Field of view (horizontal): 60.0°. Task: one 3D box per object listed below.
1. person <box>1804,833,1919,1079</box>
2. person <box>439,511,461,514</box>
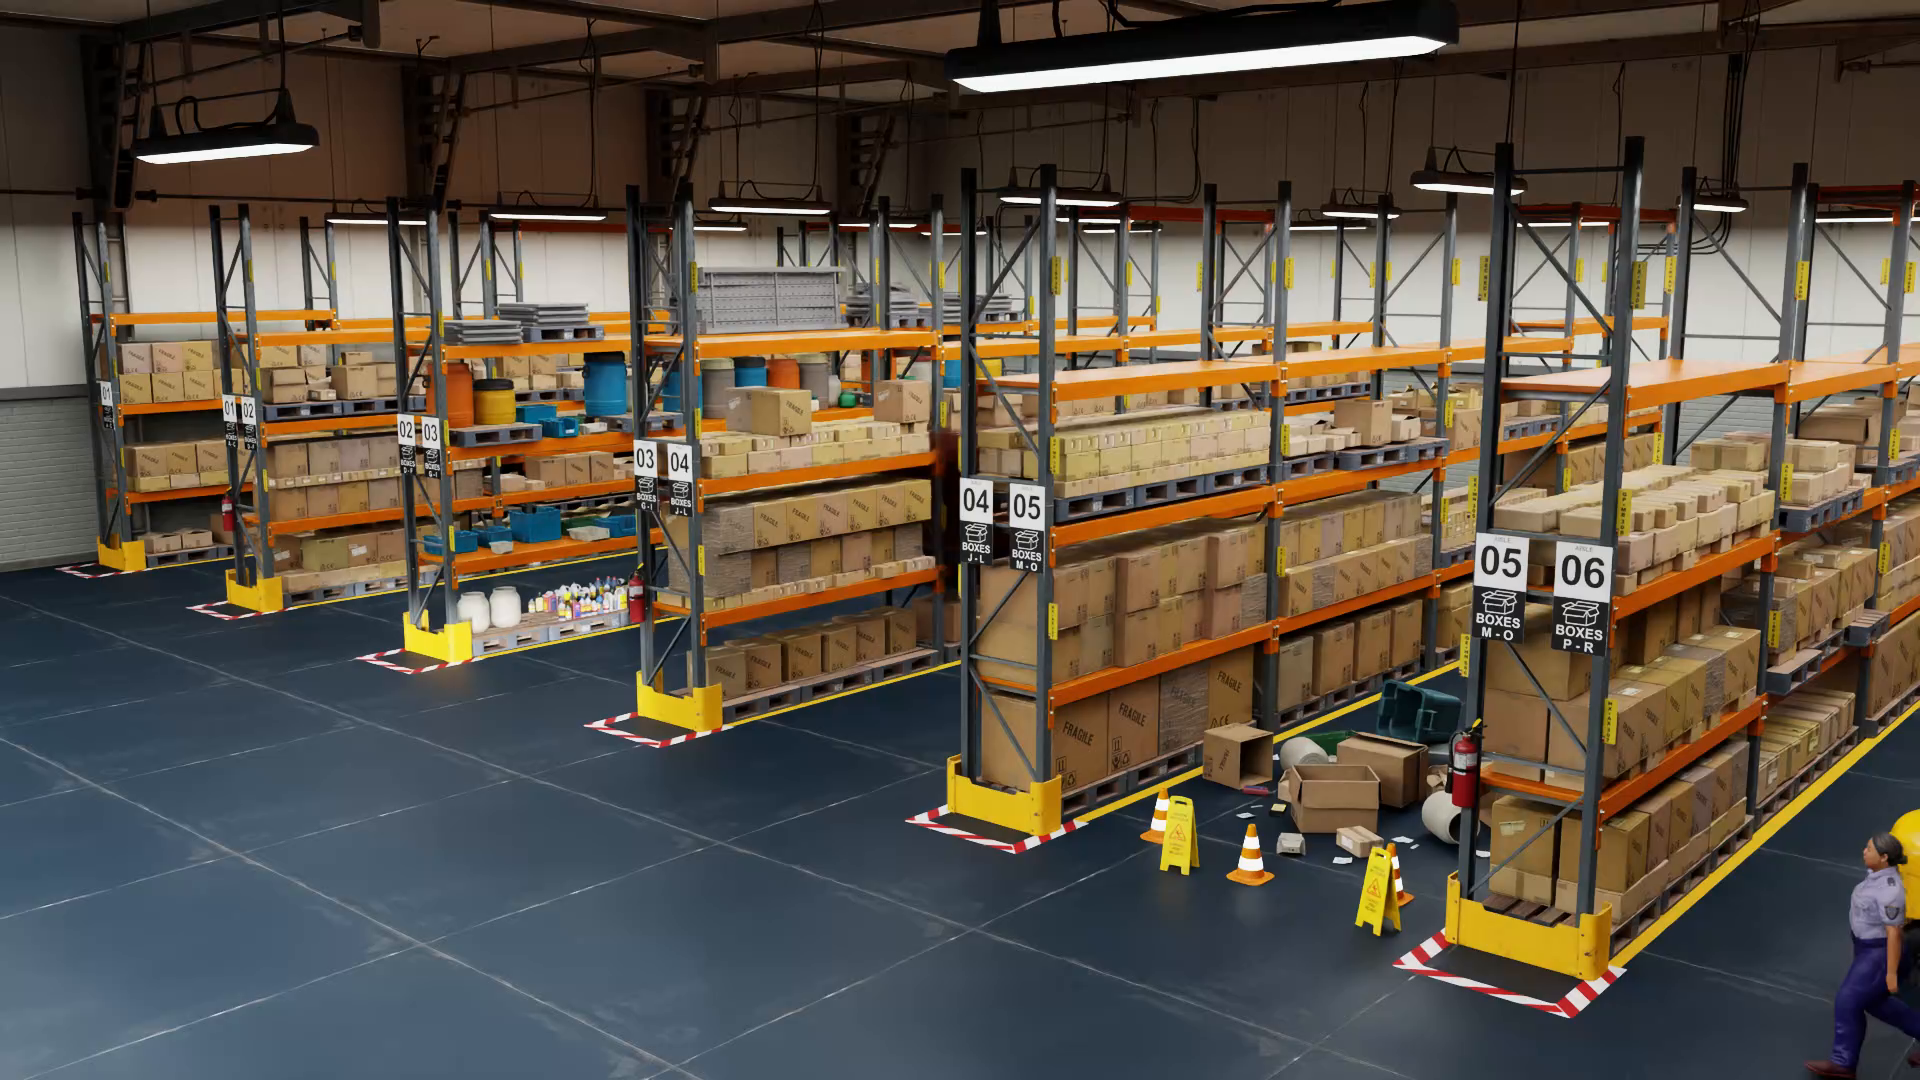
[{"bbox_3d":[5.877,2.643,10.522,0.877,1.596,0.476,2,10,15],"label":"person"},{"bbox_3d":[-9.638,-0.874,31.114,0.484,1.761,0.566,-7,12,-35],"label":"person"}]
